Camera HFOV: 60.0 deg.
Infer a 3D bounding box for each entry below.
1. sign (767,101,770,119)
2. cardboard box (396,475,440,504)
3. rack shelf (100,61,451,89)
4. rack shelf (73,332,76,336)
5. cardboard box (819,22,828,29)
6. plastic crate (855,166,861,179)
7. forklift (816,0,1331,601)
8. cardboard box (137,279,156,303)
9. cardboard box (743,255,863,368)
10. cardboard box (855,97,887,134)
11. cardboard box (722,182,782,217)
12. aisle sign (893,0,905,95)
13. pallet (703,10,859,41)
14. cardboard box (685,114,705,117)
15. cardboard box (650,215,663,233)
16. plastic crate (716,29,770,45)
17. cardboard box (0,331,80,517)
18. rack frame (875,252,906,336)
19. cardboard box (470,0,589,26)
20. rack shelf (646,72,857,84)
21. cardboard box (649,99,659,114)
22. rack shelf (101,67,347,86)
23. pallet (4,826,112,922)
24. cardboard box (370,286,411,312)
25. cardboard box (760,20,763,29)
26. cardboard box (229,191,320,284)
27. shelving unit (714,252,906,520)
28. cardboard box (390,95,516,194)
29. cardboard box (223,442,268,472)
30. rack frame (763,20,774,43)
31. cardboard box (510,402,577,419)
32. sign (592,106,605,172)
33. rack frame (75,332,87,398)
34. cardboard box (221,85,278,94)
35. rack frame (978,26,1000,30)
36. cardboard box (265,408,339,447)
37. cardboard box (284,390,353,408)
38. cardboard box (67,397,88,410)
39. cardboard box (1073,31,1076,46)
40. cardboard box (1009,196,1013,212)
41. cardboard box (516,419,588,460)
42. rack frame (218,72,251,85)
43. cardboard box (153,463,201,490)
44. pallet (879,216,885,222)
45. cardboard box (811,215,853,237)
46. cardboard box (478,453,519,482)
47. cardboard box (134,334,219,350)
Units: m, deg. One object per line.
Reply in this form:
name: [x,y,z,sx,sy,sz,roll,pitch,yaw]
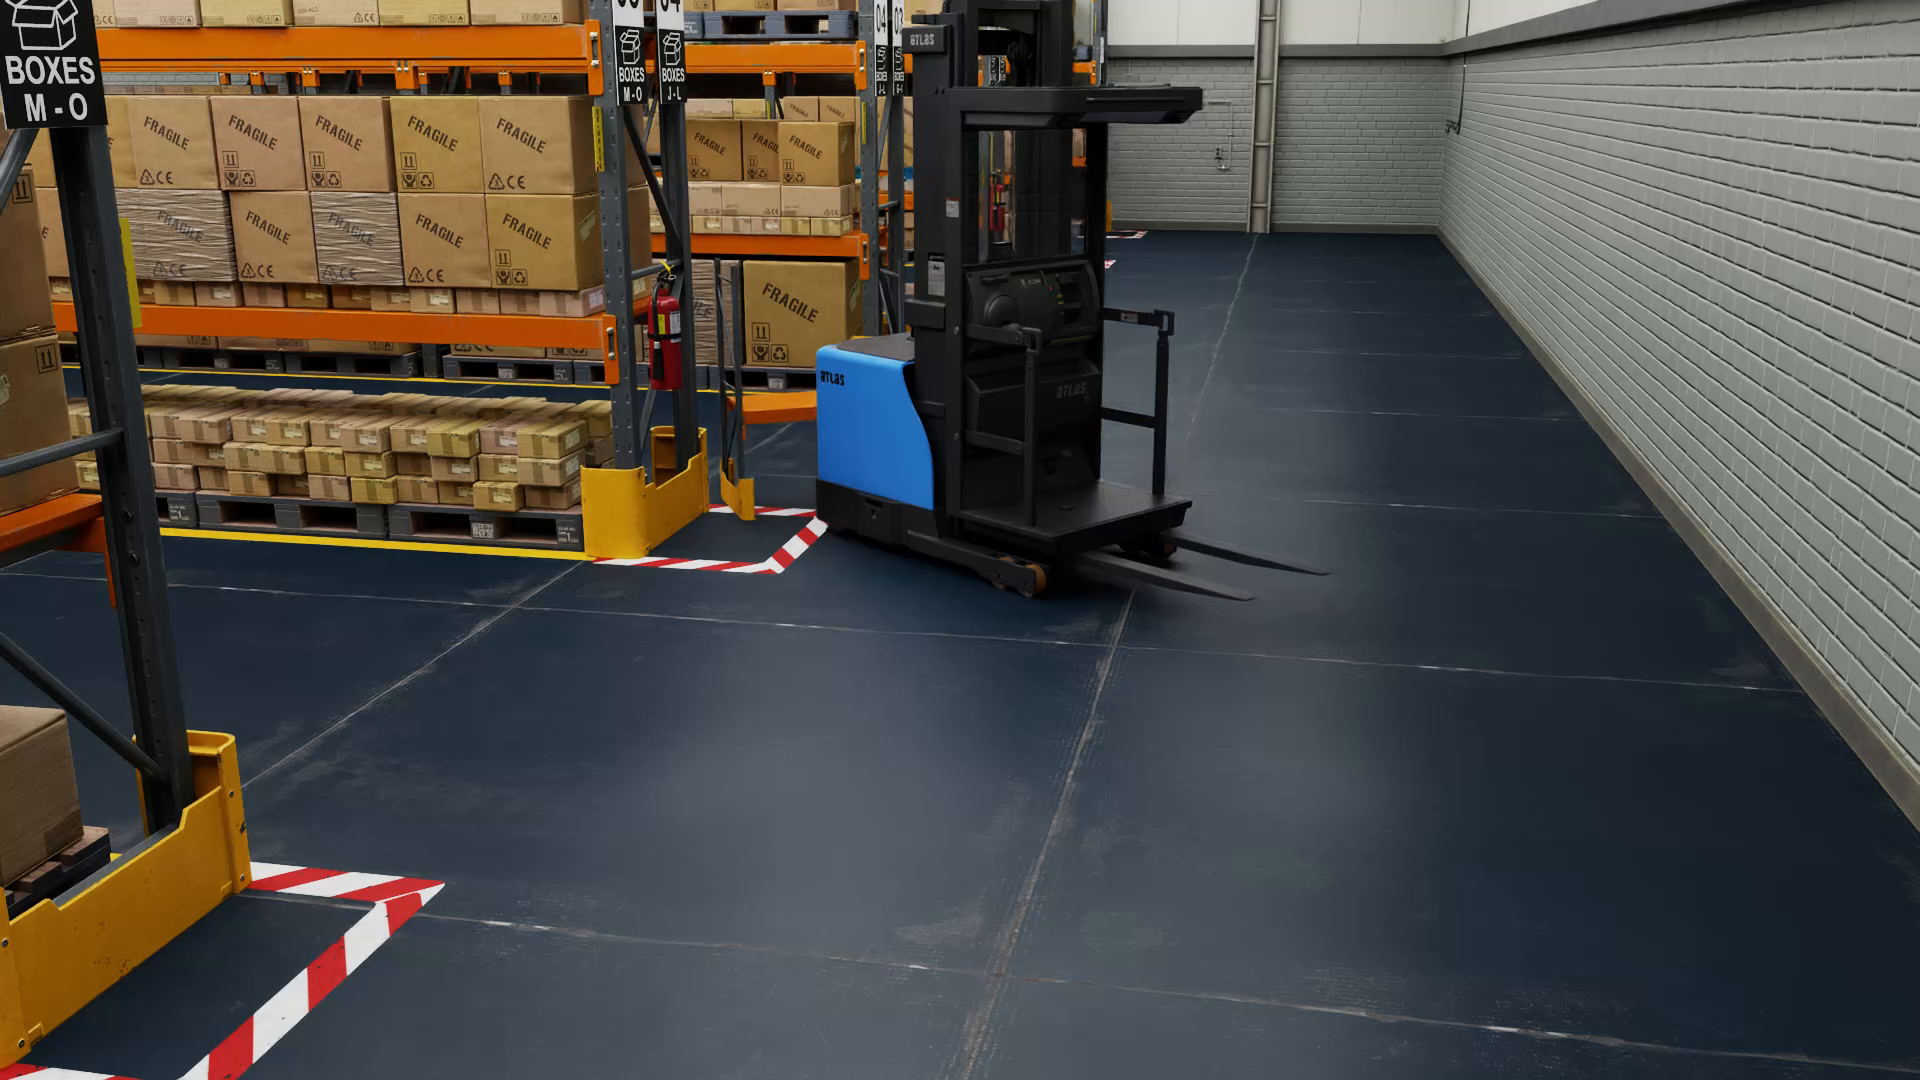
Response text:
sign: [-2.689,-6.002,23.373,0.005,0.325,0.100,3,16,11]
cardboard box: [-3.043,-0.329,9.615,0.250,0.149,0.380,3,16,12]
rack shelf: [-6.520,-4.204,14.778,4.000,0.370,1.077,3,16,11]
rack shelf: [-7.607,-1.466,10.514,4.000,0.370,1.077,3,16,11]
cardboard box: [-1.665,-7.087,23.183,0.500,0.250,0.500,3,16,11]
plastic crate: [-1.120,-4.199,19.233,0.300,0.233,0.416,3,16,11]
forklift: [0.534,-1.277,8.612,1.130,2.935,3.031,-14,21,-41]
cardboard box: [-4.630,-1.474,9.665,0.250,0.149,0.380,2,16,9]
cardboard box: [-1.283,-1.977,14.205,0.875,0.875,0.875,3,16,11]
cardboard box: [-1.167,-5.966,23.352,0.500,0.500,0.500,3,16,9]
cardboard box: [-1.665,-2.840,13.851,0.500,0.250,0.500,3,16,10]
aisle sign: [-0.510,-4.113,13.852,0.004,0.787,0.394,3,16,11]
pallet: [-1.369,-4.225,13.674,1.213,0.211,1.003,3,16,11]
cardboard box: [-4.582,-7.177,29.000,0.500,0.500,0.500,4,16,13]
cardboard box: [-2.553,-2.679,14.015,0.250,0.149,0.380,3,16,12]
plastic crate: [-2.410,-5.539,18.495,0.590,0.269,0.497,3,16,11]
cardboard box: [-3.028,-0.342,4.921,0.500,0.500,0.500,3,16,11]
rack frame: [-0.427,-1.008,10.321,0.032,1.500,0.500,-6,16,-20]
cardboard box: [-2.226,-2.822,8.722,0.500,0.250,0.500,3,16,10]
rack shelf: [-3.558,-8.091,28.811,4.000,0.370,1.077,3,16,11]
cardboard box: [-5.097,-7.568,29.008,0.500,0.250,0.500,3,16,12]
rack shelf: [-9.452,-5.712,20.223,4.000,0.370,1.077,3,16,11]
pallet: [-3.414,1.128,5.023,1.213,0.211,1.003,3,16,11]
cardboard box: [-3.095,-1.378,9.317,0.250,0.149,0.380,2,16,9]
cardboard box: [-3.061,-7.380,23.736,0.600,0.600,0.600,2,16,6]
cardboard box: [-3.708,-1.724,9.353,0.500,0.500,0.500,4,16,14]
shelving unit: [-0.895,-0.962,10.154,1.083,1.500,0.587,-6,16,-20]
cardboard box: [-2.722,-2.153,9.029,0.500,0.500,0.500,3,16,9]
cardboard box: [-4.081,-0.516,9.732,0.250,0.149,0.380,3,16,11]
rack frame: [-2.582,-8.481,23.252,0.127,3.000,1.000,3,16,11]
cardboard box: [-2.467,-0.709,9.871,0.250,0.149,0.380,3,16,12]
sign: [-1.858,-2.060,8.548,0.005,0.325,0.100,3,16,11]
rack frame: [-5.647,-1.706,10.033,0.127,3.000,1.000,3,16,11]
cardboard box: [-10.858,-6.711,25.482,0.500,0.500,0.700,3,16,11]
rack frame: [0.347,-6.973,17.807,0.127,3.000,1.000,3,16,11]
cardboard box: [-3.825,-0.659,9.692,0.250,0.149,0.380,3,16,11]
cardboard box: [-3.954,-0.821,10.275,0.250,0.149,0.380,3,16,9]
cardboard box: [-5.351,-0.749,10.017,0.250,0.149,0.380,4,16,13]
cardboard box: [1.655,-8.400,27.886,0.500,0.250,0.500,4,16,14]
cardboard box: [1.125,-5.709,28.377,0.500,0.500,0.700,3,16,11]
cardboard box: [-2.297,-0.571,9.373,0.250,0.149,0.380,3,16,12]
rack frame: [-13.358,-7.524,31.036,0.127,3.000,1.000,3,16,11]
cardboard box: [-4.581,-0.417,9.933,0.250,0.149,0.380,3,16,10]
pallet: [-0.869,-5.481,28.884,1.213,0.211,1.003,3,16,11]
cardboard box: [-1.055,-2.598,13.721,0.250,0.149,0.380,3,16,12]
cardboard box: [-2.547,-0.447,9.483,0.250,0.149,0.380,3,16,10]
cardboard box: [-6.936,-2.298,15.363,0.875,0.875,1.225,3,16,11]
